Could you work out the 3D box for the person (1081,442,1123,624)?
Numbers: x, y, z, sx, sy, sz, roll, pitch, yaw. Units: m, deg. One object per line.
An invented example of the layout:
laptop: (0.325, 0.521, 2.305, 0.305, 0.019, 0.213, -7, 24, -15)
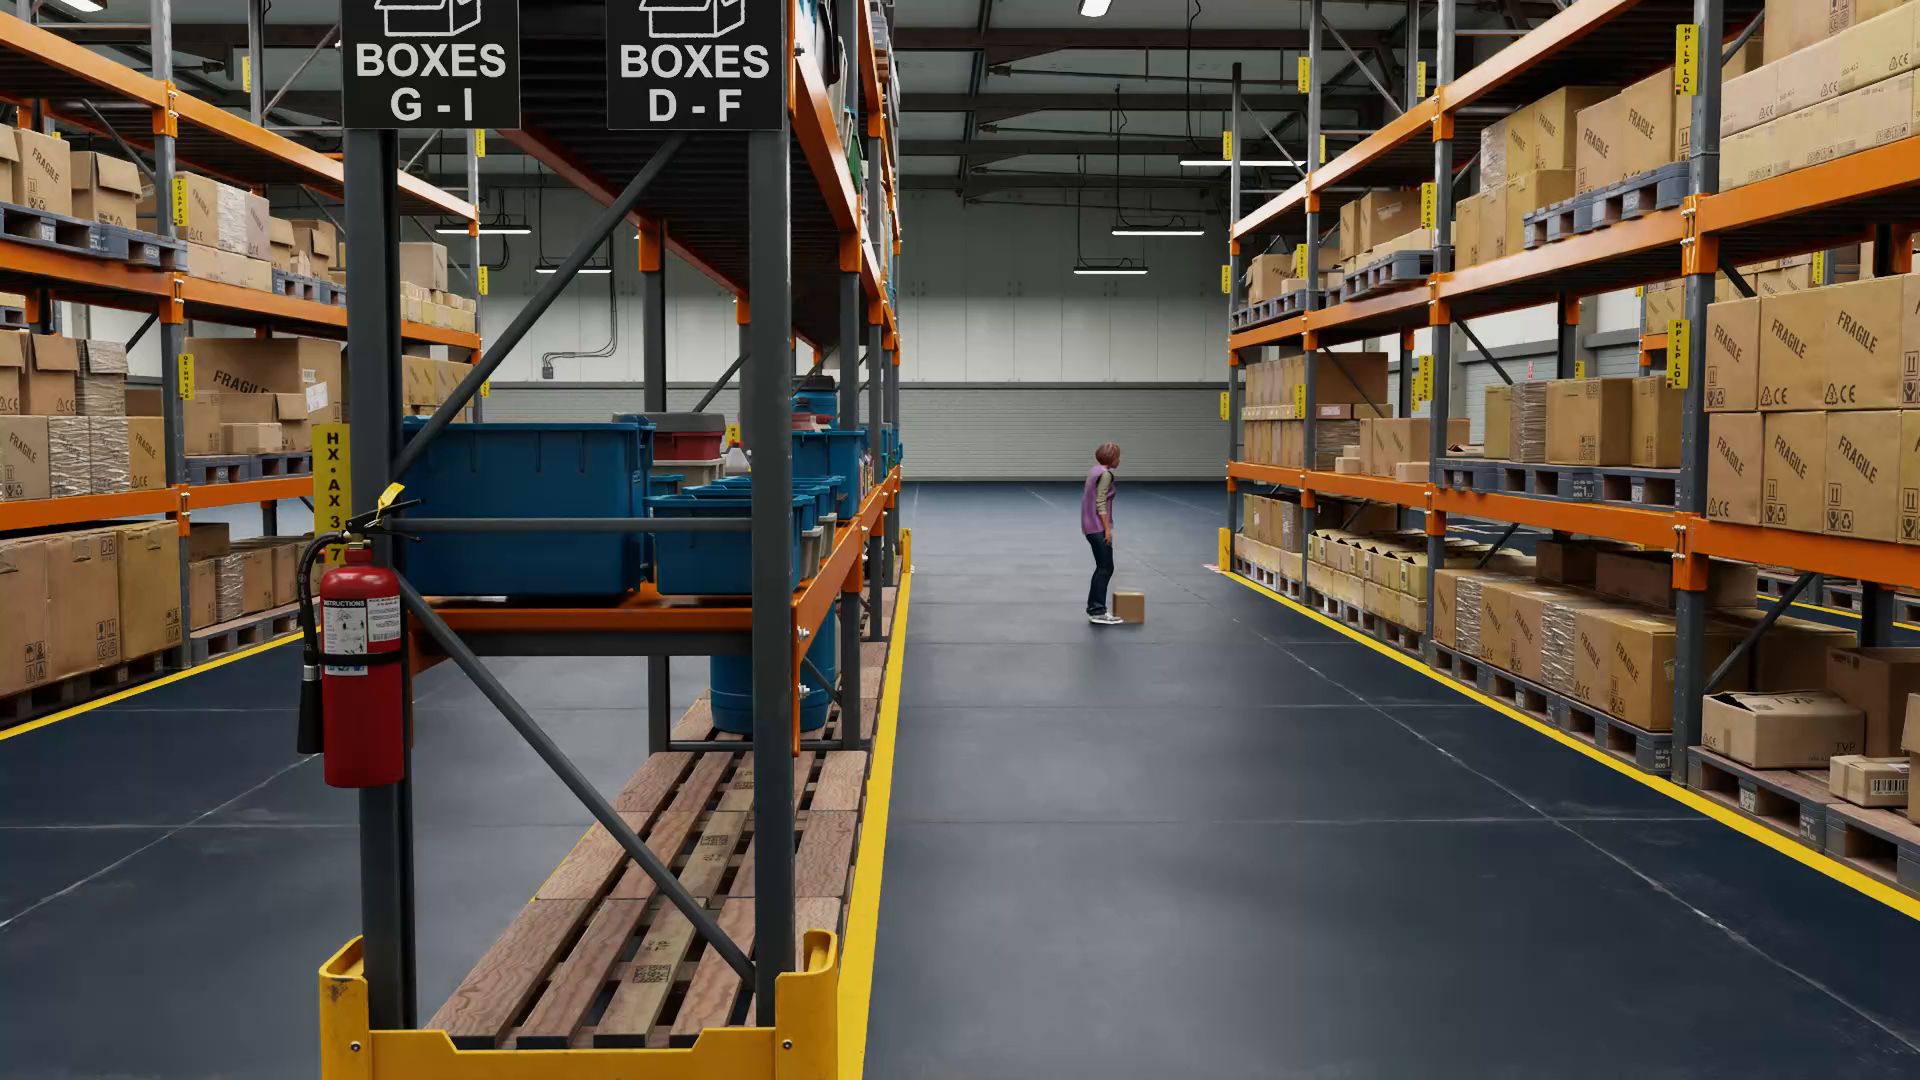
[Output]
person: (1.252, -0.045, 14.721, 0.346, 1.546, 0.475, 0, 4, -5)
